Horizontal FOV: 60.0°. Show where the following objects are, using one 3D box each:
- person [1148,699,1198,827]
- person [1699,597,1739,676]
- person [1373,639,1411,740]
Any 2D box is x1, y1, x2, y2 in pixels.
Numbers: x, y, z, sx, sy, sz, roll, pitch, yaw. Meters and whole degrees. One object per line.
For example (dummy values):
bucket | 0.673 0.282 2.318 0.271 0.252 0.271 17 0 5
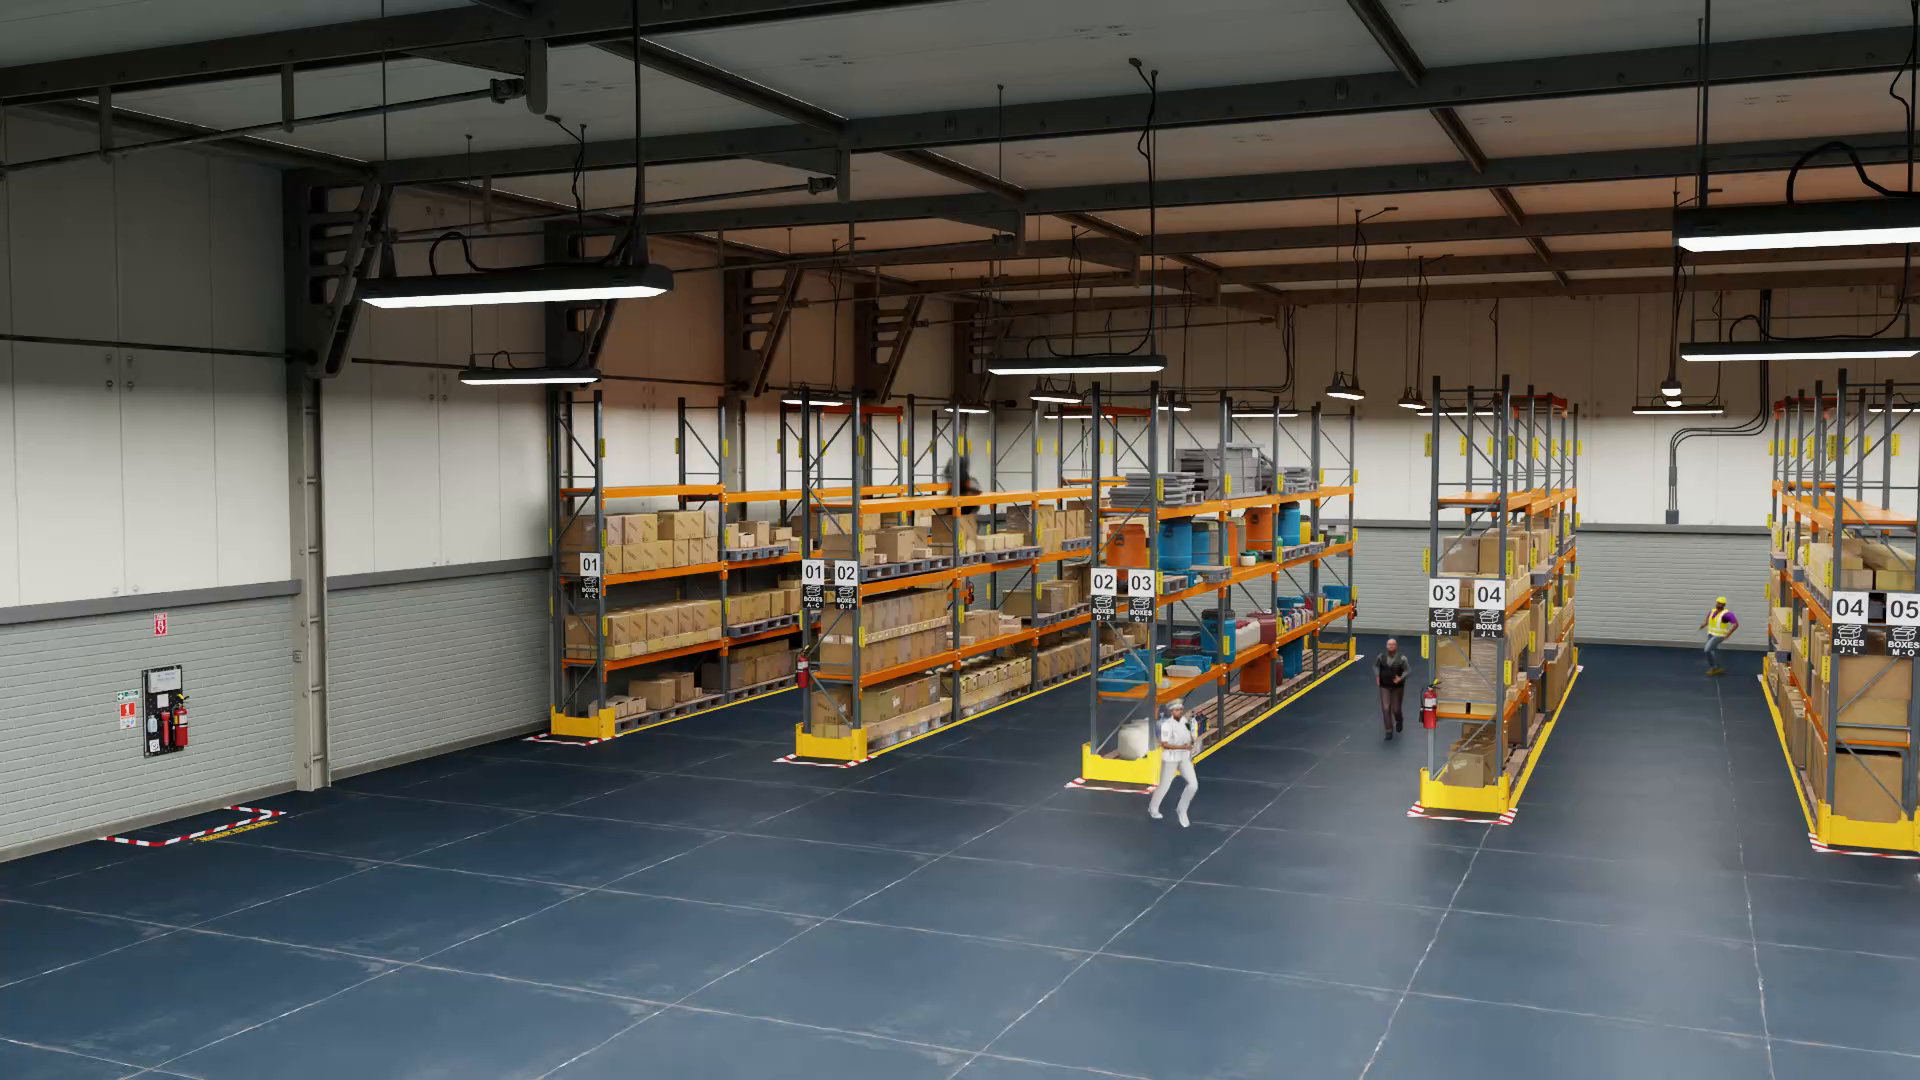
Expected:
person | 2.874 2.937 22.082 0.584 1.709 0.863 -2 4 -27
person | 16.619 2.126 36.531 0.641 1.770 0.775 -1 3 -14
person | 7.437 2.559 28.677 0.671 1.707 0.796 1 3 22
